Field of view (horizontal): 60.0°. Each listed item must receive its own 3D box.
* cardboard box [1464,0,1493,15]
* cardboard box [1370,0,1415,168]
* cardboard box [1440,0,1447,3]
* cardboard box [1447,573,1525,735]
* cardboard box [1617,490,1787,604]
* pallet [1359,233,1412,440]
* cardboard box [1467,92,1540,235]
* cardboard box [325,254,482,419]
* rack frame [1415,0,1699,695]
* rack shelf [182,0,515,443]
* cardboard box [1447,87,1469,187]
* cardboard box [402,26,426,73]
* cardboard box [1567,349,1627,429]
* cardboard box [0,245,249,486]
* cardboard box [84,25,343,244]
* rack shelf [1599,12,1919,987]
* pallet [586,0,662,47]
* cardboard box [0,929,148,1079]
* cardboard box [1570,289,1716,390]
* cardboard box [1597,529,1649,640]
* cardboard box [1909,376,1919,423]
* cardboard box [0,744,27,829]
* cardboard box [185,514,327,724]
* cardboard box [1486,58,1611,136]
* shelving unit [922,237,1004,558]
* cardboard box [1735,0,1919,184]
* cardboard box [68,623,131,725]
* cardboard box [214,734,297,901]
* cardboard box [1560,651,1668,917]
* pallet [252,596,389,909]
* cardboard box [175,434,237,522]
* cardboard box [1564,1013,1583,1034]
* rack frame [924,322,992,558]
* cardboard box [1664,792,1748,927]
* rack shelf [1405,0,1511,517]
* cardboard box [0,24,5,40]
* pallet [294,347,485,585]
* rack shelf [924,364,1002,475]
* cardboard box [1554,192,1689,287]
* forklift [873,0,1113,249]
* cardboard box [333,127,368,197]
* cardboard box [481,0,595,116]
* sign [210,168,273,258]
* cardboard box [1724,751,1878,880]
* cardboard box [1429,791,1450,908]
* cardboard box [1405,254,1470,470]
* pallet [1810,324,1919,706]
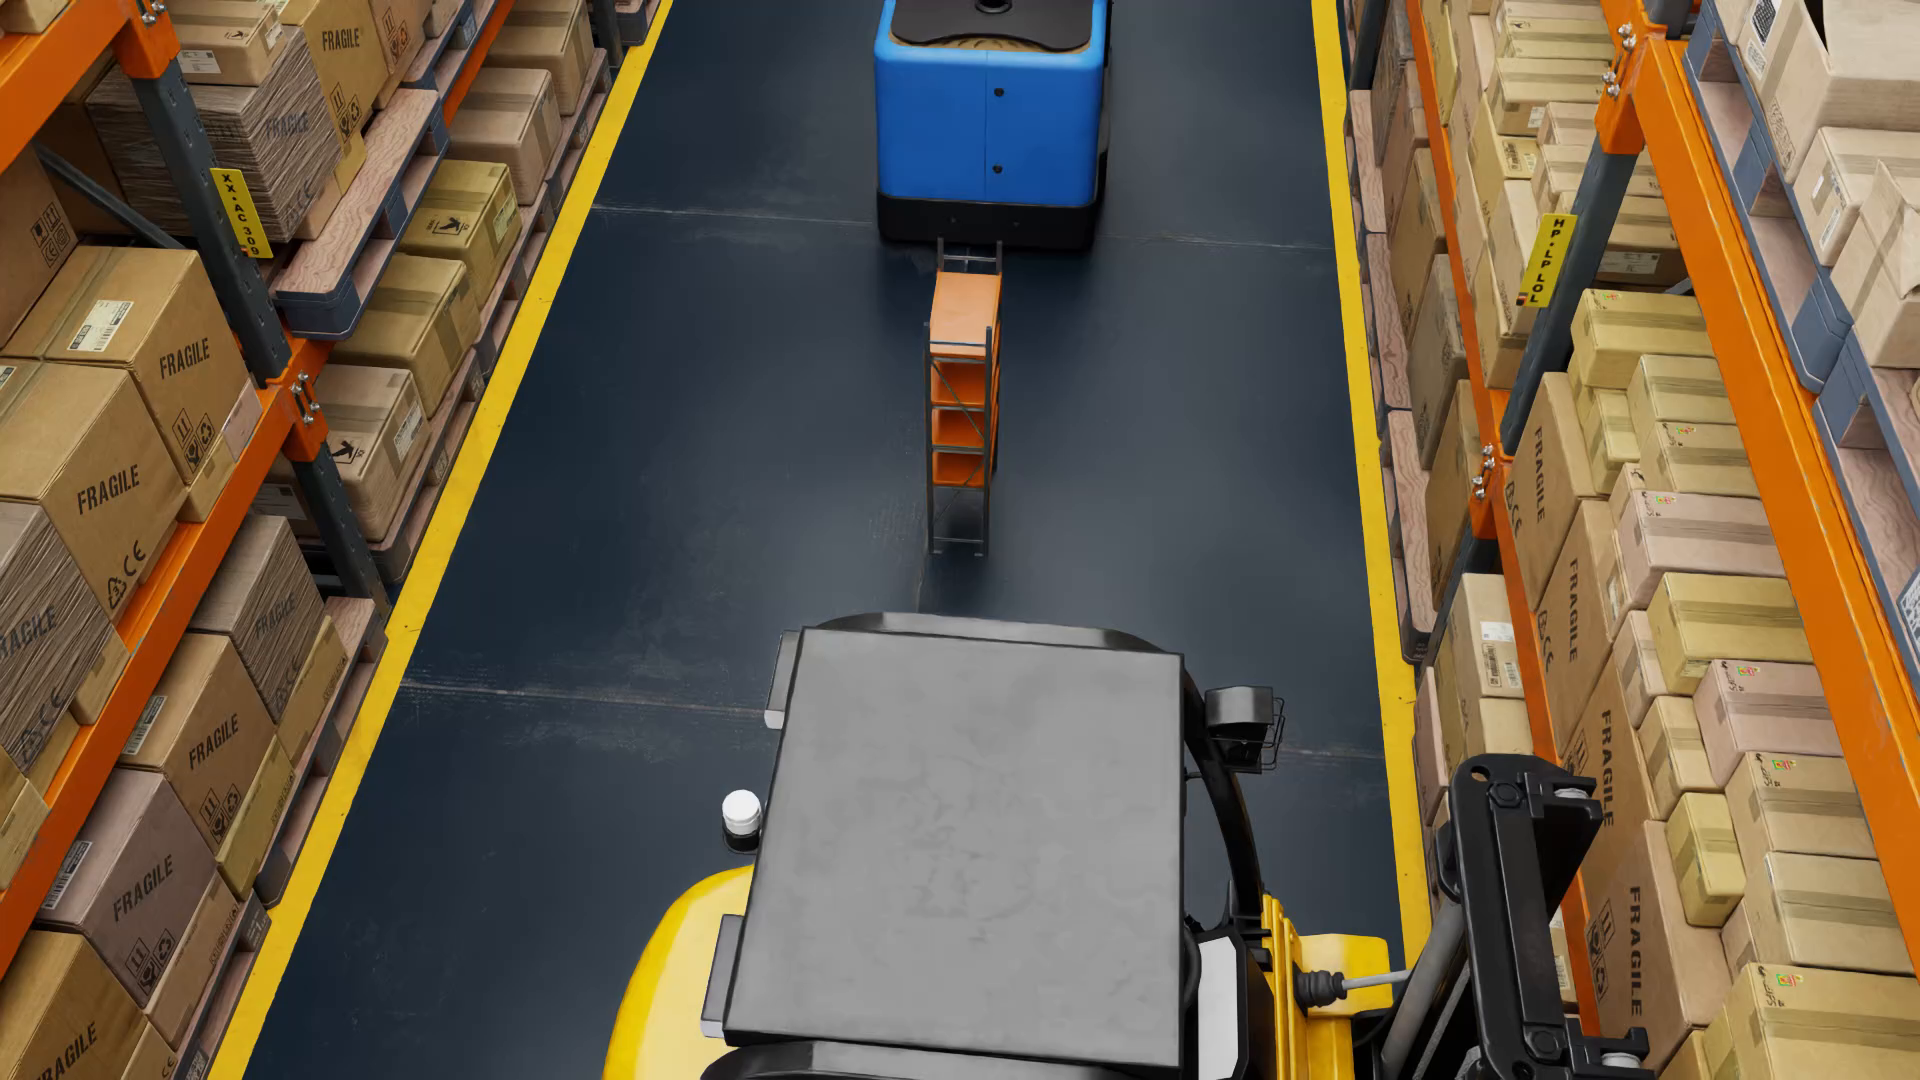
[{"bbox_3d":[2.058,-2.059,6.119,0.380,0.149,0.250,3,48,2],"label":"cardboard box"},{"bbox_3d":[2.508,-2.222,8.100,0.875,0.625,0.625,5,48,5],"label":"cardboard box"},{"bbox_3d":[2.182,-2.396,6.698,0.500,0.250,0.500,3,48,3],"label":"cardboard box"},{"bbox_3d":[1.857,0.383,5.294,0.500,0.250,0.500,3,48,3],"label":"cardboard box"},{"bbox_3d":[1.815,0.030,4.007,0.380,0.149,0.250,5,48,4],"label":"cardboard box"},{"bbox_3d":[2.350,-0.902,7.458,1.003,0.211,1.213,4,48,4],"label":"pallet"},{"bbox_3d":[2.043,-1.274,5.672,0.500,0.250,0.500,3,48,3],"label":"cardboard box"},{"bbox_3d":[-2.622,-0.900,7.062,0.950,0.372,0.625,7,48,6],"label":"cardboard box"},{"bbox_3d":[2.214,-0.400,5.109,1.000,3.000,0.127,4,48,4],"label":"rack frame"},{"bbox_3d":[-2.548,-1.958,7.021,1.077,0.370,4.000,4,48,4],"label":"rack shelf"},{"bbox_3d":[2.115,-1.470,6.189,0.500,0.250,0.500,4,48,4],"label":"cardboard box"},{"bbox_3d":[-2.294,-1.937,6.400,0.380,0.149,0.250,4,48,4],"label":"cardboard box"},{"bbox_3d":[1.923,-0.436,4.635,0.380,0.149,0.250,3,48,3],"label":"cardboard box"},{"bbox_3d":[-2.523,-0.522,4.951,0.500,0.500,0.500,3,48,3],"label":"cardboard box"},{"bbox_3d":[-2.401,-1.332,5.407,0.500,0.500,0.500,5,48,4],"label":"cardboard box"},{"bbox_3d":[2.031,0.300,2.923,1.077,0.370,4.000,4,48,4],"label":"rack shelf"},{"bbox_3d":[-2.218,-3.303,9.654,1.003,0.211,1.213,4,48,4],"label":"pallet"},{"bbox_3d":[-2.647,1.397,4.536,0.500,0.500,0.500,5,48,4],"label":"cardboard box"},{"bbox_3d":[1.889,-0.539,4.527,0.380,0.149,0.250,5,48,4],"label":"cardboard box"},{"bbox_3d":[1.808,0.124,4.122,0.380,0.149,0.250,5,48,4],"label":"cardboard box"},{"bbox_3d":[1.931,-0.198,2.469,0.797,0.503,0.637,5,48,5],"label":"cardboard box"},{"bbox_3d":[-2.648,0.615,3.911,0.500,0.500,0.500,3,48,3],"label":"cardboard box"},{"bbox_3d":[-2.516,0.255,5.580,0.500,0.500,0.500,3,48,3],"label":"cardboard box"},{"bbox_3d":[1.996,-1.488,5.597,0.380,0.149,0.250,3,48,2],"label":"cardboard box"},{"bbox_3d":[0.015,-0.527,6.444,0.258,1.200,0.503,4,48,4],"label":"shelving unit"},{"bbox_3d":[1.895,-0.963,3.299,0.500,0.311,0.500,5,48,4],"label":"cardboard box"},{"bbox_3d":[-2.545,0.357,4.586,0.380,0.149,0.250,3,48,3],"label":"cardboard box"},{"bbox_3d":[-2.555,0.900,5.499,0.500,0.250,0.500,3,48,2],"label":"cardboard box"},{"bbox_3d":[1.837,0.631,4.098,0.500,0.500,0.500,3,48,3],"label":"cardboard box"},{"bbox_3d":[-2.756,0.706,5.987,1.003,0.211,1.213,4,48,4],"label":"pallet"},{"bbox_3d":[-2.471,-0.206,5.101,0.380,0.149,0.250,5,48,4],"label":"cardboard box"},{"bbox_3d":[1.711,1.510,4.263,0.500,0.250,0.500,3,48,3],"label":"cardboard box"},{"bbox_3d":[-0.007,-0.347,6.280,0.240,1.200,0.015,4,48,4],"label":"rack frame"},{"bbox_3d":[1.762,0.699,3.597,0.380,0.149,0.250,3,48,3],"label":"cardboard box"},{"bbox_3d":[2.396,-1.627,6.718,1.077,0.370,4.000,4,48,4],"label":"rack shelf"},{"bbox_3d":[-2.565,-1.227,4.002,0.380,0.149,0.250,4,48,4],"label":"cardboard box"},{"bbox_3d":[-2.660,-0.362,6.964,1.003,0.211,1.213,4,48,4],"label":"pallet"},{"bbox_3d":[0.015,-0.481,6.494,0.258,0.148,0.480,4,48,4],"label":"rack shelf"},{"bbox_3d":[2.024,-0.918,5.076,0.380,0.149,0.250,5,48,5],"label":"cardboard box"},{"bbox_3d":[0.250,-3.471,7.964,1.130,2.935,3.031,4,48,3],"label":"forklift"},{"bbox_3d":[-2.333,-1.356,5.869,0.380,0.149,0.250,5,48,4],"label":"cardboard box"},{"bbox_3d":[-2.427,-2.511,8.536,0.950,0.372,0.625,1,48,1],"label":"cardboard box"},{"bbox_3d":[-2.189,-0.992,5.064,0.100,0.325,0.005,4,48,4],"label":"sign"},{"bbox_3d":[1.846,0.598,3.487,0.380,0.149,0.250,4,48,4],"label":"cardboard box"},{"bbox_3d":[1.809,1.094,5.321,0.500,0.250,0.500,3,48,3],"label":"cardboard box"},{"bbox_3d":[2.328,-0.694,6.703,0.875,0.625,0.625,3,48,3],"label":"cardboard box"},{"bbox_3d":[2.048,0.140,2.642,1.003,0.211,1.213,4,48,4],"label":"pallet"}]
